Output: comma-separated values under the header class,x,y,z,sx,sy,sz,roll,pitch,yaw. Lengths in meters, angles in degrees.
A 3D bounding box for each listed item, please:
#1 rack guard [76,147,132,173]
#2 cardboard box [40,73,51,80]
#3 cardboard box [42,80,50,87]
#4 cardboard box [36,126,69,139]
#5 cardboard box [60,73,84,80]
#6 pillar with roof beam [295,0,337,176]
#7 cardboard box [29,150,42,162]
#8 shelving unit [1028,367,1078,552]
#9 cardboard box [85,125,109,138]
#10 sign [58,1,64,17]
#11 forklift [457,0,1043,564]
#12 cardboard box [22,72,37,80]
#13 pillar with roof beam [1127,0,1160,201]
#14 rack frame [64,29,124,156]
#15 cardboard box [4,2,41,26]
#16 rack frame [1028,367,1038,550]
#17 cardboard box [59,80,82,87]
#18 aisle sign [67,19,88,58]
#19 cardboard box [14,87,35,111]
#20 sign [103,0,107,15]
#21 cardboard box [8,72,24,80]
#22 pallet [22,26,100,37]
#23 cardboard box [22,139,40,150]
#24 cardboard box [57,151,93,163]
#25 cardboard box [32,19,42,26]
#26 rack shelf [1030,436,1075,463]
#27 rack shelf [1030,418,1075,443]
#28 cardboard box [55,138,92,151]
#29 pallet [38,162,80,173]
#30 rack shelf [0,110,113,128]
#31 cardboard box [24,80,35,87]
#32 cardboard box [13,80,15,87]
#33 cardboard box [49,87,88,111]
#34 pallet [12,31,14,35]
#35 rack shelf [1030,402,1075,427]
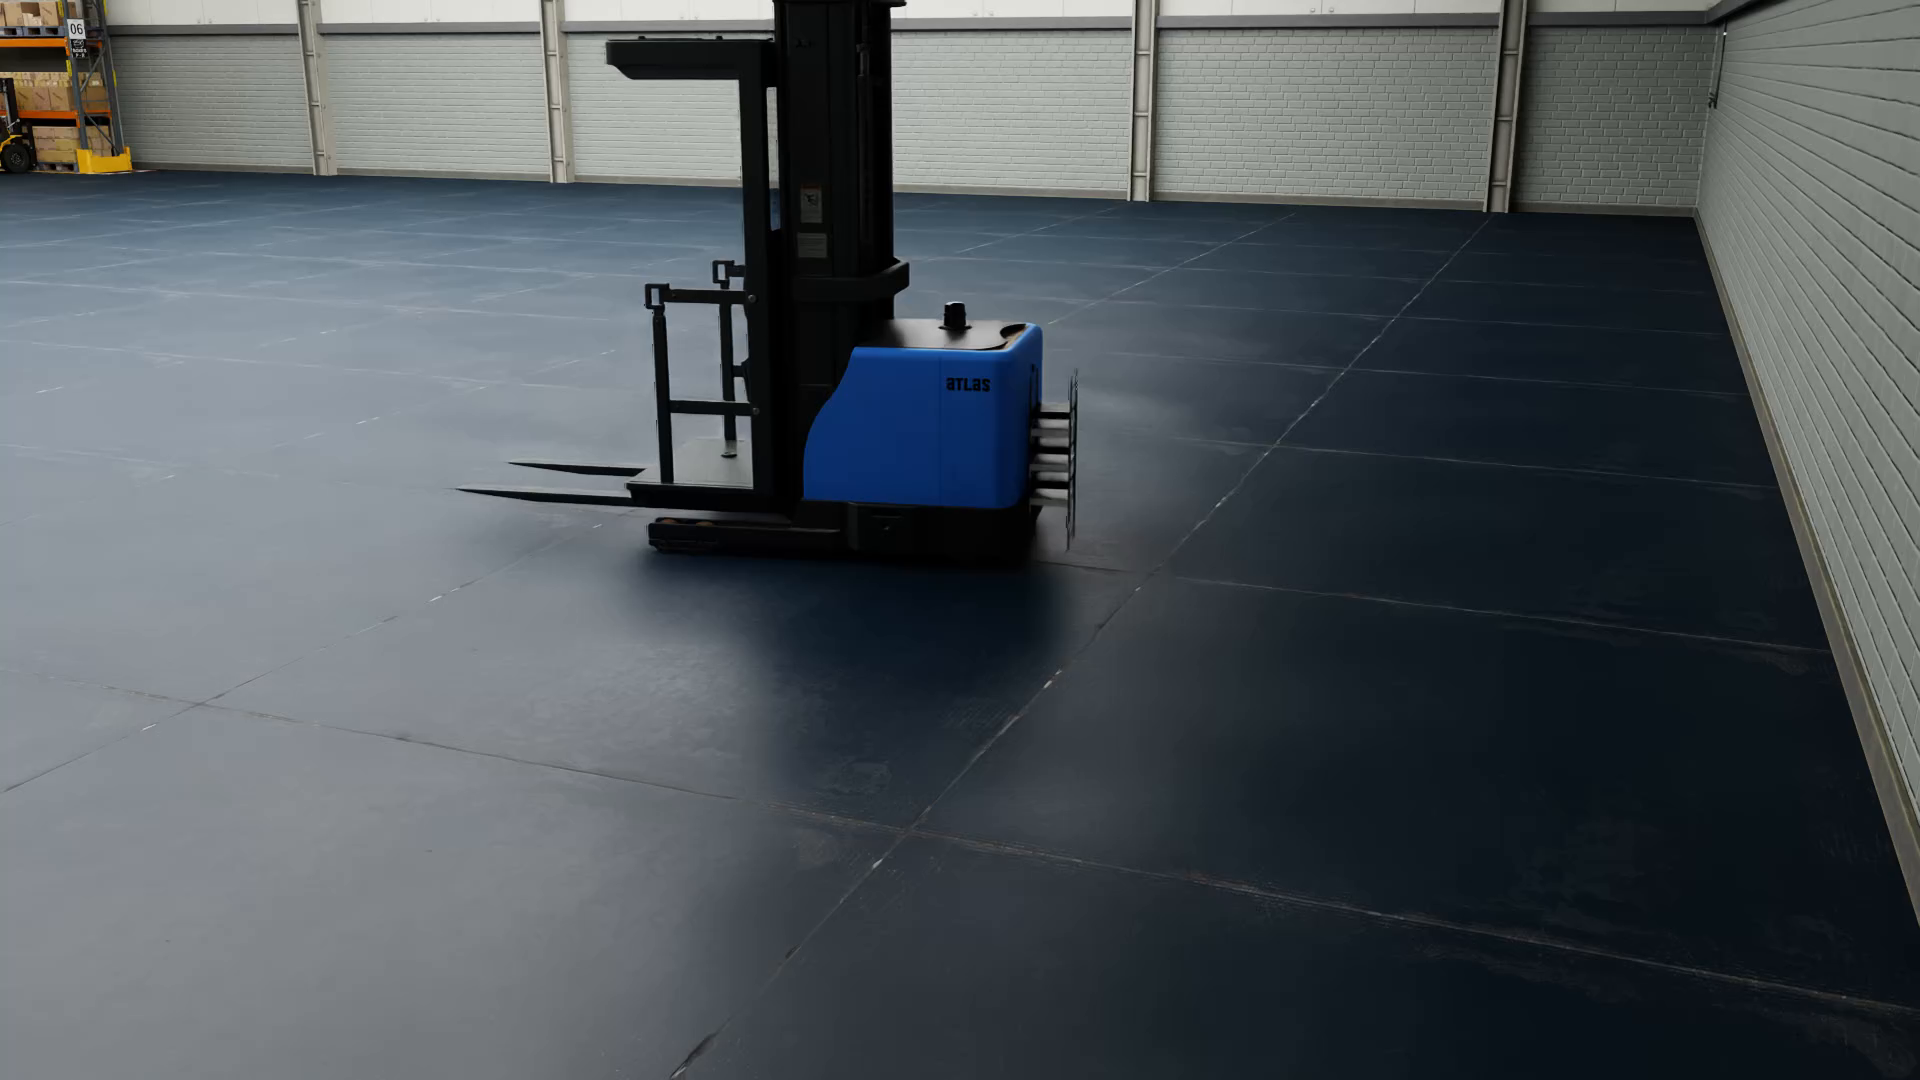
class,x,y,z,sx,sy,sz,roll,pitch,yaw
rack guard,-18.815,-8.362,36.582,0.348,0.500,1.175,6,17,21
cardboard box,-19.742,-10.087,36.161,0.250,0.149,0.380,7,17,22
cardboard box,-19.730,-9.948,36.219,0.250,0.149,0.380,7,17,22
cardboard box,-19.857,-8.944,36.486,0.500,0.250,0.500,7,17,22
cardboard box,-19.248,-10.050,36.034,0.250,0.149,0.380,6,17,21
pillar with roof beam,-15.152,-11.021,30.496,0.400,9.000,9.100,6,17,21
cardboard box,-20.311,-8.519,36.818,0.500,0.250,0.500,6,17,21
shelving unit,0.472,-0.410,8.471,0.210,0.900,0.258,3,16,11
cardboard box,-19.215,-9.025,36.766,0.500,0.250,0.500,6,17,20
sign,-19.049,-11.254,35.231,0.005,0.325,0.100,6,17,21
forklift,-1.121,-1.475,8.498,3.031,2.935,1.130,3,16,11
cardboard box,-20.229,-10.129,36.308,0.250,0.149,0.380,7,18,22
pillar with roof beam,1.592,-9.180,24.153,0.400,9.000,9.100,6,17,21
rack frame,-18.837,-9.565,36.242,0.127,3.000,1.000,6,17,21
cardboard box,-20.254,-11.416,36.126,0.500,0.500,0.700,6,17,21
rack frame,0.372,-0.415,8.489,0.006,0.900,0.240,3,16,11
cardboard box,-19.263,-9.888,36.009,0.250,0.149,0.380,7,17,21
aisle sign,-18.884,-10.731,35.594,0.004,0.787,0.394,6,17,21
cardboard box,-20.347,-9.703,36.538,0.500,0.500,0.500,6,17,20
sign,-18.628,-11.607,36.184,0.005,0.325,0.100,6,17,21
cardboard box,-20.677,-10.205,36.569,0.250,0.149,0.380,7,17,21
pallet,-19.485,-11.042,36.108,1.213,0.211,1.003,6,17,21
cardboard box,-20.355,-8.757,36.739,0.500,0.250,0.500,6,17,19
cardboard box,-19.390,-8.413,36.450,0.500,0.250,0.500,6,17,21
cardboard box,-19.719,-11.141,35.807,0.250,0.149,0.380,6,17,19
rack shelf,0.472,-0.464,8.455,0.200,0.077,0.258,3,16,11
rack shelf,0.472,-0.551,8.430,0.200,0.077,0.258,3,16,11
cardboard box,-19.405,-8.655,36.389,0.500,0.250,0.500,6,17,20
pallet,-19.564,-8.294,36.863,1.213,0.211,1.003,6,17,21
rack shelf,-20.698,-9.424,37.047,4.000,0.370,1.077,6,17,21
cardboard box,-20.222,-9.992,36.368,0.250,0.149,0.380,6,17,19
cardboard box,-20.664,-10.061,36.608,0.250,0.149,0.380,6,17,20
cardboard box,-19.391,-9.595,36.167,0.500,0.500,0.500,6,17,19
pallet,-21.755,-11.292,36.968,1.213,0.211,1.003,6,17,21
rack shelf,0.472,-0.637,8.405,0.200,0.077,0.258,3,16,11
